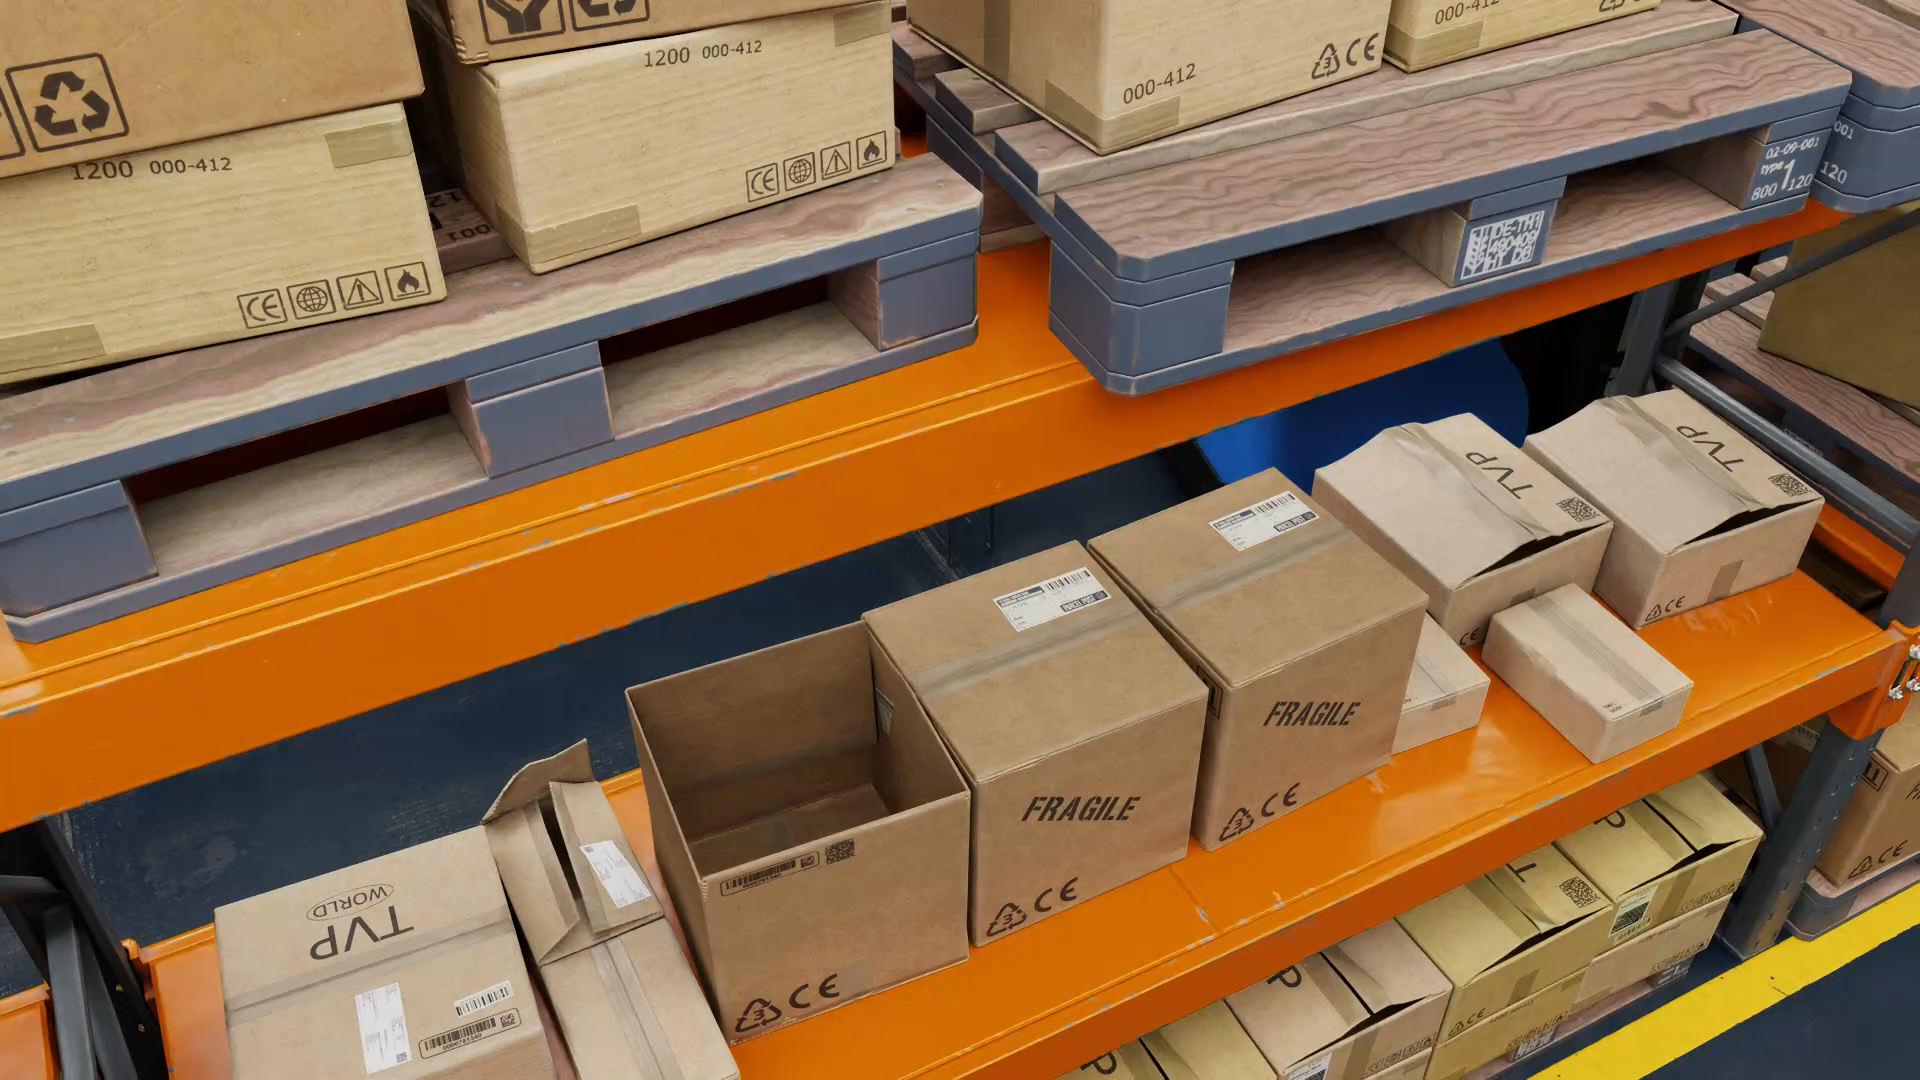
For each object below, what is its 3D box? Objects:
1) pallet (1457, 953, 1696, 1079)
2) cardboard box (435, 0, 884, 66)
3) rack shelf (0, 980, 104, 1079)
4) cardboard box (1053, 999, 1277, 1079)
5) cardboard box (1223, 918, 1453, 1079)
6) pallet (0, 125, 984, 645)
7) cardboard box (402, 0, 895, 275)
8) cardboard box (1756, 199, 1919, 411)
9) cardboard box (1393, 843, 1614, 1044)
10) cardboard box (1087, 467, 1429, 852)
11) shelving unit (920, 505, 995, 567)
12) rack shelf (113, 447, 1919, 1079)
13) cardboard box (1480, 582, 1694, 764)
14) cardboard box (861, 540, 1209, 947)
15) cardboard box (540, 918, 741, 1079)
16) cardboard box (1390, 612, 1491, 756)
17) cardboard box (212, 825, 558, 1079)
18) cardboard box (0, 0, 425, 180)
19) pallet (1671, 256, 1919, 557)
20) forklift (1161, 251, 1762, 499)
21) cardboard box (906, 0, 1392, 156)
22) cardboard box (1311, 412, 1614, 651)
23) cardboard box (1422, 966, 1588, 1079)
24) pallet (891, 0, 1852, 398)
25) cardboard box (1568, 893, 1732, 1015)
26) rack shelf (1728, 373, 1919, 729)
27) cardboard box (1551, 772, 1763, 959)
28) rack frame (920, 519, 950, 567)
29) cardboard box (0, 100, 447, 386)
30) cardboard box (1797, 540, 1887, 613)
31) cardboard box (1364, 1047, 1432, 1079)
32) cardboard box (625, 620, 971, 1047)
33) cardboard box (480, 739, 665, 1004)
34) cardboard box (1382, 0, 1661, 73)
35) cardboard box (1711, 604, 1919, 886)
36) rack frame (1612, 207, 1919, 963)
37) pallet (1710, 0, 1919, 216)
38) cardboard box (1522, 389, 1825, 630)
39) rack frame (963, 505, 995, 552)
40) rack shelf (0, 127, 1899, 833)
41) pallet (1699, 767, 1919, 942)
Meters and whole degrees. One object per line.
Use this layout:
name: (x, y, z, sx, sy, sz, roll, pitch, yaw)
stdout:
pallet: (1.337, 1.061, 4.834, 1.213, 0.211, 1.003, -19, 44, -21)
cardboard box: (-0.403, -0.912, 1.895, 0.500, 0.500, 0.500, -15, 42, -17)
rack shelf: (-3.237, 1.838, 2.314, 4.000, 0.370, 1.077, -19, 44, -21)
cardboard box: (0.382, 1.202, 3.878, 0.500, 0.311, 0.500, -17, 43, -19)
cardboard box: (0.827, 1.053, 4.053, 0.500, 0.311, 0.500, -19, 44, -21)
pallet: (-0.687, -0.376, 2.199, 1.217, 0.209, 0.805, -20, 44, -22)
cardboard box: (-0.426, -0.625, 2.136, 0.500, 0.250, 0.500, -23, 45, -25)
cardboard box: (2.591, -0.678, 4.327, 0.700, 0.500, 0.500, 31, 49, 31)
cardboard box: (1.276, 0.904, 4.229, 0.500, 0.311, 0.500, -19, 44, -21)
cardboard box: (0.604, 0.245, 3.562, 0.500, 0.500, 0.500, -21, 45, -23)
shelving unit: (-0.013, -0.454, 5.857, 0.189, 1.200, 0.258, -19, 44, -21)
rack shelf: (0.311, 0.644, 3.724, 4.000, 0.370, 1.077, -19, 44, -21)
cardboard box: (1.415, 0.296, 3.774, 0.250, 0.149, 0.380, -19, 44, -21)
cardboard box: (0.137, 0.402, 3.376, 0.500, 0.500, 0.500, -19, 44, -21)
cardboard box: (-0.583, 0.915, 3.041, 0.250, 0.149, 0.380, -19, 44, -21)
cardboard box: (0.980, 0.282, 3.790, 0.250, 0.149, 0.380, -15, 43, -18)
cardboard box: (-1.046, 0.852, 3.038, 0.500, 0.250, 0.500, -16, 43, -18)
cardboard box: (-0.898, -0.729, 1.678, 0.500, 0.500, 0.500, -18, 43, -20)
pallet: (2.654, -0.396, 4.545, 1.003, 0.211, 1.213, -19, 44, -21)
forklift: (2.324, -1.521, 5.778, 3.031, 2.935, 1.130, -10, 41, -12)
cardboard box: (0.261, -0.817, 2.363, 0.500, 0.250, 0.500, -22, 45, -24)
cardboard box: (1.202, -0.037, 4.041, 0.500, 0.311, 0.500, -19, 44, -21)
cardboard box: (1.275, 1.115, 4.415, 0.500, 0.250, 0.500, -19, 44, -21)
pallet: (0.534, -0.711, 2.592, 1.213, 0.211, 1.003, -17, 43, -19)
cardboard box: (1.731, 0.959, 4.599, 0.500, 0.250, 0.500, -18, 43, -20)
rack shelf: (3.859, -0.549, 5.134, 4.000, 0.370, 1.077, -19, 44, -21)
cardboard box: (1.734, 0.746, 4.417, 0.500, 0.311, 0.500, -17, 43, -20)
rack frame: (-0.094, -0.426, 5.825, 0.006, 1.200, 0.240, -19, 44, -21)
cardboard box: (-0.912, -0.460, 1.941, 0.500, 0.250, 0.500, -14, 42, -16)
cardboard box: (2.806, 0.145, 5.351, 0.500, 0.500, 0.500, -17, 43, -19)
cardboard box: (0.828, 1.263, 4.239, 0.500, 0.250, 0.500, -18, 43, -20)
cardboard box: (-0.307, 0.551, 3.199, 0.500, 0.500, 0.500, -16, 43, -18)
cardboard box: (-0.768, 0.650, 3.264, 0.258, 0.266, 0.396, -20, 44, -22)
cardboard box: (0.739, -0.976, 2.551, 0.500, 0.250, 0.500, -19, 44, -21)
cardboard box: (2.621, 0.587, 4.829, 0.500, 0.500, 0.500, -17, 43, -19)
rack frame: (2.085, -0.227, 4.197, 0.127, 3.000, 1.000, -19, 44, -21)
pallet: (1.524, -1.046, 2.989, 1.003, 0.211, 1.213, -17, 43, -19)
cardboard box: (1.742, -0.110, 4.127, 0.500, 0.311, 0.500, -16, 43, -18)
rack frame: (0.068, -0.481, 5.890, 0.006, 1.200, 0.240, -19, 44, -21)
rack shelf: (0.311, -0.500, 2.755, 4.000, 0.370, 1.077, -19, 44, -21)
pallet: (2.764, 0.636, 5.335, 1.213, 0.211, 1.003, -19, 44, -21)
